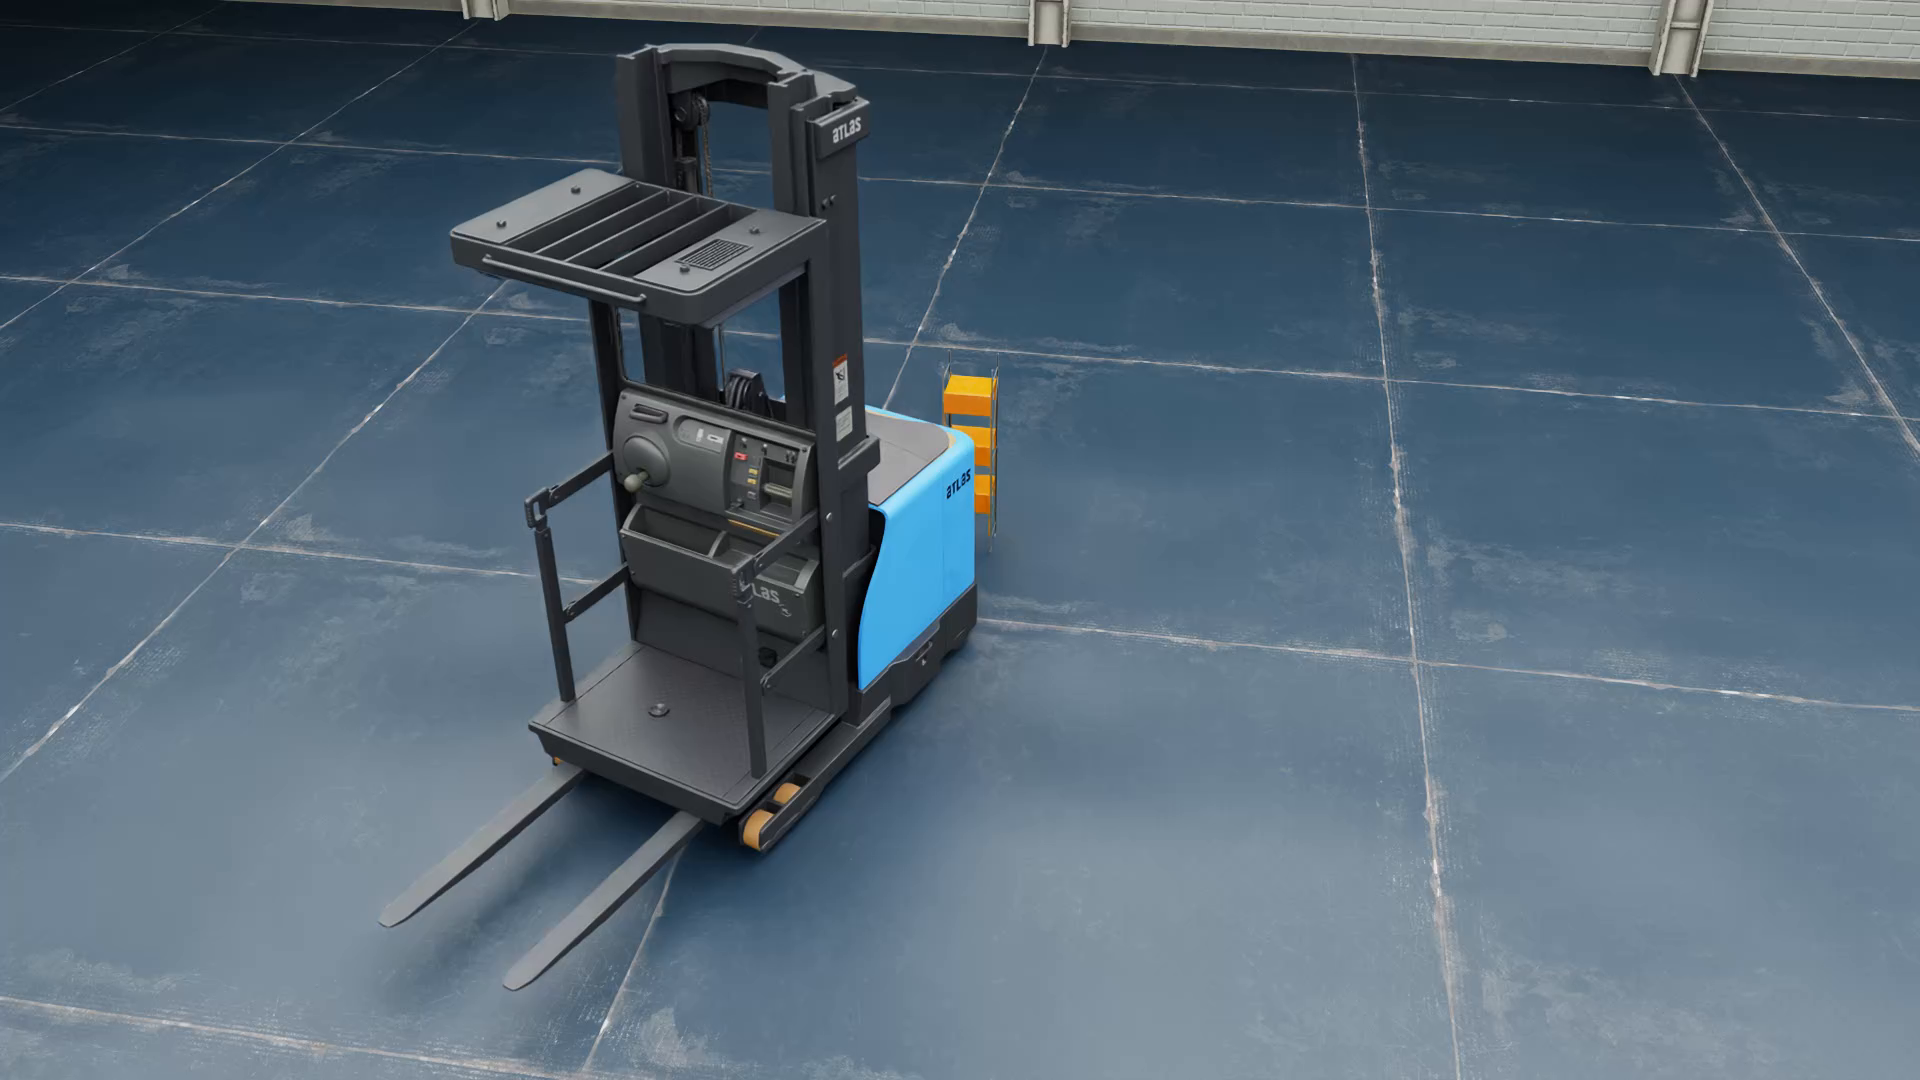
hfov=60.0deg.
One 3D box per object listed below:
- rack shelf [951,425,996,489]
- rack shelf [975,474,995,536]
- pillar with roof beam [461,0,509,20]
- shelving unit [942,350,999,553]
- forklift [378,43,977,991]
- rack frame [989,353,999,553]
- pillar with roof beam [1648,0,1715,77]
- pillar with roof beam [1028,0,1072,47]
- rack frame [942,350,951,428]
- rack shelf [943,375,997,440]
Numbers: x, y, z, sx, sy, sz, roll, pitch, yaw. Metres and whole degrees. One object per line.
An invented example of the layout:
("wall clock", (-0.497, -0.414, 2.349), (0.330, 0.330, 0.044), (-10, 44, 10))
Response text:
("rack shelf", (0.053, -0.431, 8.469), (0.240, 0.259, 0.215), (5, 32, 8))
("rack shelf", (0.053, -0.196, 8.617), (0.240, 0.259, 0.215), (5, 32, 8))
("pillar with roof beam", (-5.737, -7.121, 11.645), (0.400, 9.000, 9.100), (5, 32, 8))
("shelving unit", (0.053, -0.440, 8.464), (0.252, 1.050, 0.215), (5, 32, 8))
("forklift", (-1.090, -0.261, 6.404), (1.130, 2.935, 3.031), (17, 36, 25))
("rack frame", (0.173, -0.429, 8.446), (0.008, 1.050, 0.200), (5, 32, 8))
("pillar with roof beam", (6.091, -6.050, 9.934), (0.400, 9.000, 9.100), (5, 32, 8))
("pillar with roof beam", (0.177, -6.585, 10.789), (0.400, 9.000, 9.100), (5, 32, 8))
("rack frame", (-0.068, -0.451, 8.481), (0.008, 1.050, 0.200), (5, 32, 8))
("rack shelf", (0.053, -0.672, 8.319), (0.240, 0.259, 0.215), (5, 32, 8))
